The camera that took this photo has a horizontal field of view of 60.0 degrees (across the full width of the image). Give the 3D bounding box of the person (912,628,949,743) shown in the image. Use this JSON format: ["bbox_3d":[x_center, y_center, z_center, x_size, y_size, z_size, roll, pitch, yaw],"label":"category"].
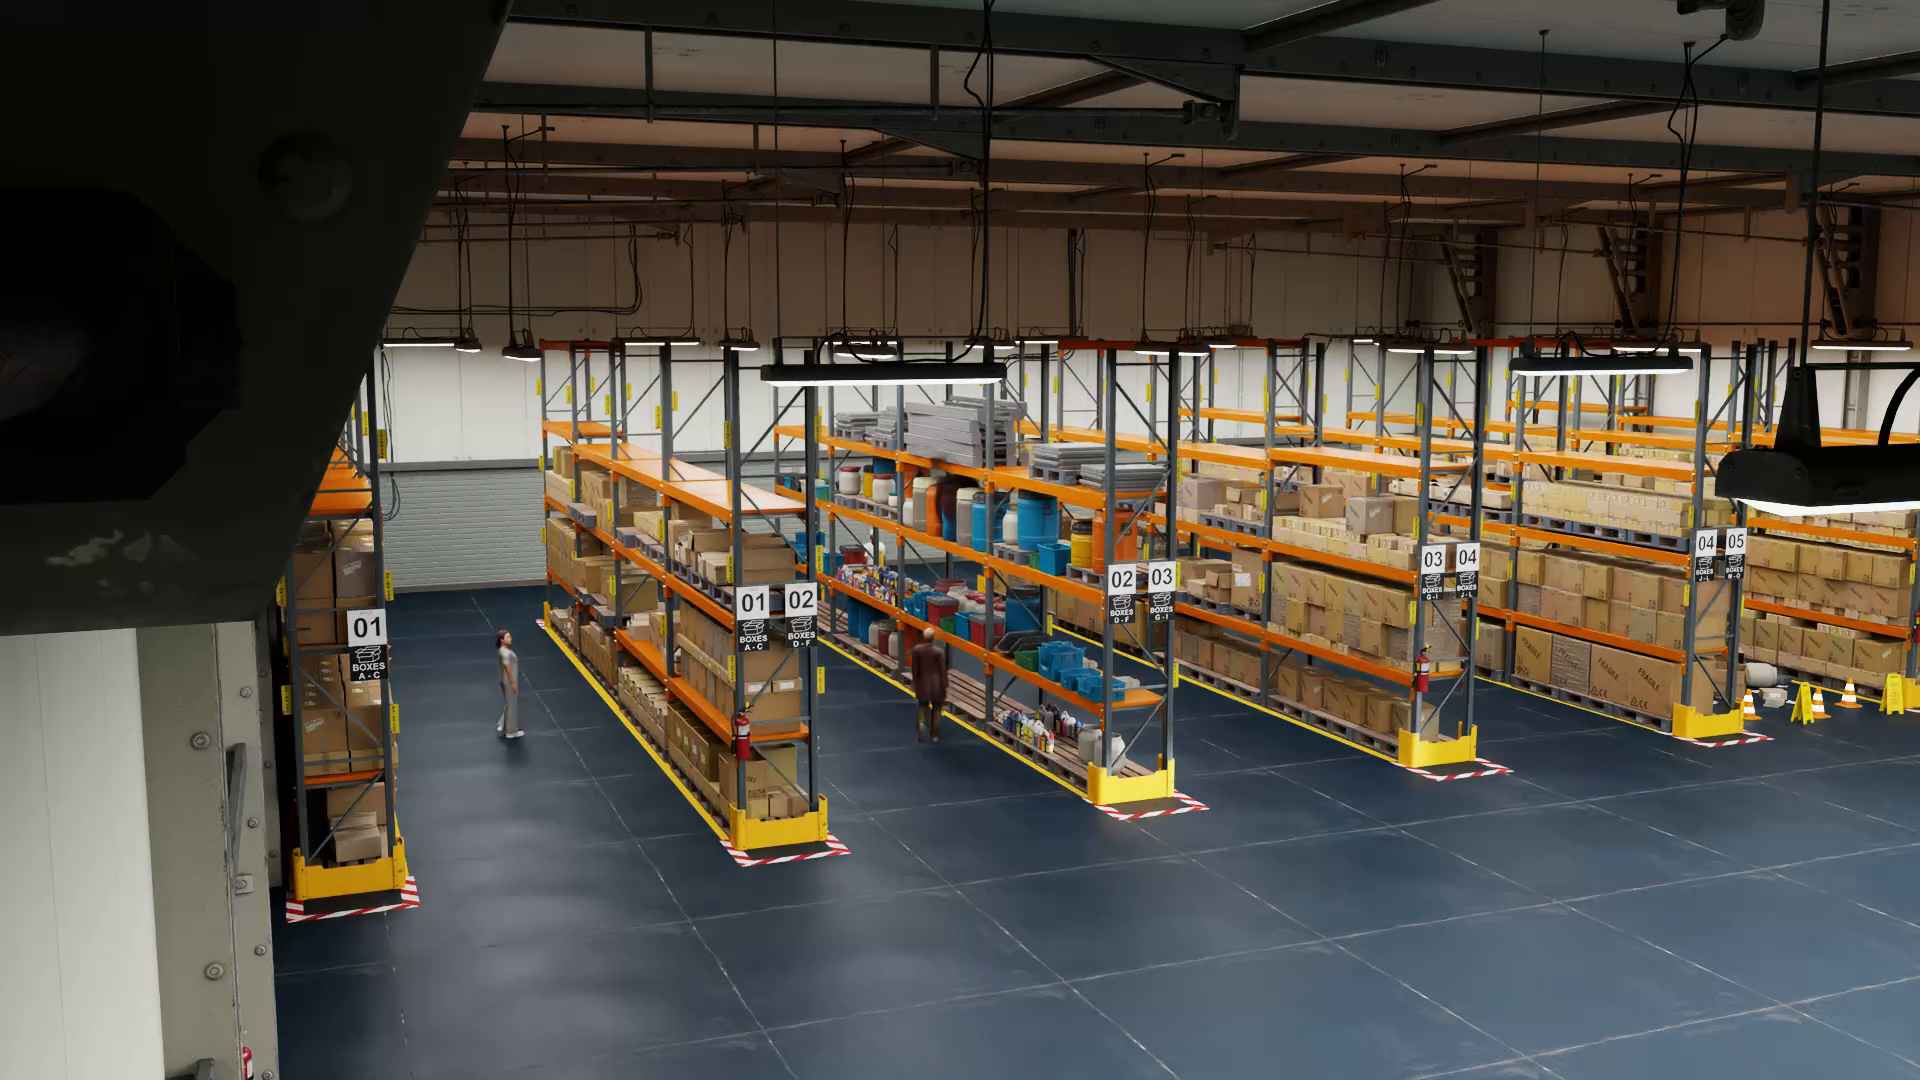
[{"bbox_3d":[-0.450,2.172,24.877,0.585,1.756,0.777,2,8,12],"label":"person"}]

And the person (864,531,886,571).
[{"bbox_3d":[-1.822,0.634,37.052,0.649,1.716,0.971,-6,10,-39],"label":"person"}]

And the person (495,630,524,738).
[{"bbox_3d":[-6.908,2.193,25.474,0.400,1.674,0.491,-5,9,-35],"label":"person"}]
